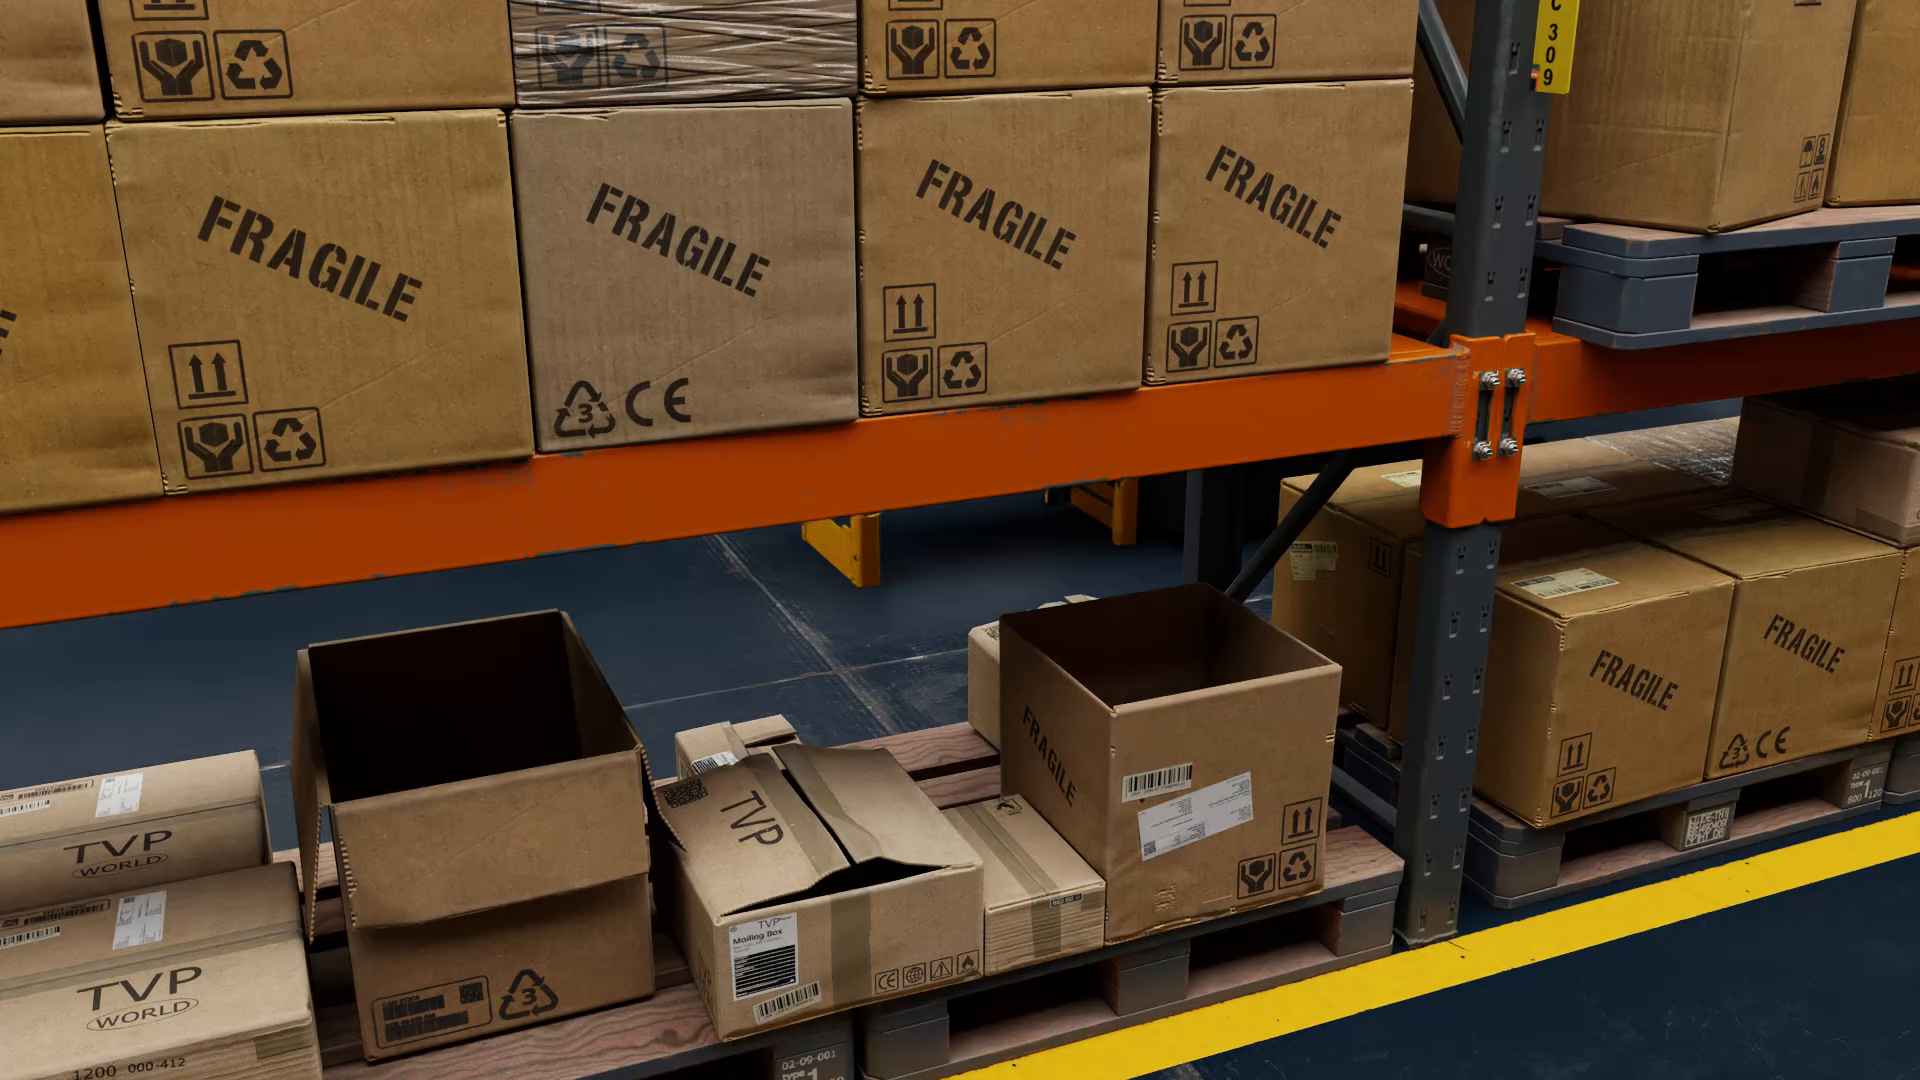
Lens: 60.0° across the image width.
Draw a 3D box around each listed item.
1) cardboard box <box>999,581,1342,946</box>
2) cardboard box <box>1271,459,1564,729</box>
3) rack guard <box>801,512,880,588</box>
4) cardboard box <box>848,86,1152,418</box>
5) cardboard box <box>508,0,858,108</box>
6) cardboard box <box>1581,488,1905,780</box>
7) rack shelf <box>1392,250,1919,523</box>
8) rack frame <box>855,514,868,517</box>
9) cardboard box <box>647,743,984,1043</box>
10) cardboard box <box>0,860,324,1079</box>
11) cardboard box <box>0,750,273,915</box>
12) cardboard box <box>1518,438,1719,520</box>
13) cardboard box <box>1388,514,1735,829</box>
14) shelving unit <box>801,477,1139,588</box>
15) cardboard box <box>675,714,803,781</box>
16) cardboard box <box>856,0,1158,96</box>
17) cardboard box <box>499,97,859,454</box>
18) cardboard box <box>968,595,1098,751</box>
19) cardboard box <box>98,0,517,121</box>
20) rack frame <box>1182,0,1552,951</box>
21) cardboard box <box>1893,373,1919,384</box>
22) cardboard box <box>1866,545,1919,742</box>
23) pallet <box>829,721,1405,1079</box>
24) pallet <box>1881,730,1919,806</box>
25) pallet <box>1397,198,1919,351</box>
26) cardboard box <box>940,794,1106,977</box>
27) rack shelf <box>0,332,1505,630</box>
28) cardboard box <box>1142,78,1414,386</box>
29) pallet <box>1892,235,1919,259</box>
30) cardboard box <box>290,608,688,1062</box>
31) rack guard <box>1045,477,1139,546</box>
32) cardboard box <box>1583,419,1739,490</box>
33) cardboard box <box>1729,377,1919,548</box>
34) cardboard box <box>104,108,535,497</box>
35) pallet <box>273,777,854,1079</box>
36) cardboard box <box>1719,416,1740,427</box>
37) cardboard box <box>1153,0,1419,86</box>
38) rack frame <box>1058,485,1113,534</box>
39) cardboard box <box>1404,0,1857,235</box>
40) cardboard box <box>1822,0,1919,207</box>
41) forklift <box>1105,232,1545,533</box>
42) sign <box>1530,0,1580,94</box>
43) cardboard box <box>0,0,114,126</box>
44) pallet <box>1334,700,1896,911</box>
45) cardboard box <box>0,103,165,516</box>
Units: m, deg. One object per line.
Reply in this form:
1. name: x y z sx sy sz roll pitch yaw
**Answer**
1. cardboard box: 0.406 0.431 3.381 0.500 0.500 0.500 -8 21 -22
2. cardboard box: 1.157 0.118 4.273 0.500 0.500 0.500 -8 21 -22
3. rack guard: -0.422 -0.048 5.782 0.087 0.250 0.587 -9 21 -23
4. cardboard box: -0.013 -0.536 2.879 0.500 0.500 0.500 -8 21 -20
5. cardboard box: -0.477 -0.940 2.520 0.500 0.500 0.500 -8 21 -21
6. cardboard box: 1.843 0.207 4.019 0.500 0.500 0.500 -8 21 -21
7. rack shelf: 2.653 -0.625 4.365 4.000 0.370 1.077 -8 21 -22
8. rack frame: -0.423 -0.637 5.574 0.032 1.500 0.500 -9 21 -23
9. cardboard box: -0.282 0.619 3.133 0.500 0.311 0.500 -8 21 -22
10. cardboard box: -1.326 0.798 2.718 0.500 0.250 0.500 -8 21 -22
11. cardboard box: -1.570 0.652 3.133 0.500 0.250 0.500 -8 21 -22
12. cardboard box: 1.614 0.055 4.450 0.500 0.500 0.500 -8 21 -22
13. cardboard box: 1.358 0.281 3.810 0.500 0.500 0.500 -9 21 -24
14. shelving unit: 0.030 -0.707 5.771 1.083 1.500 0.587 -9 21 -23
15. cardboard box: -0.444 0.533 3.594 0.250 0.166 0.380 -8 21 -22
16. cardboard box: -0.014 -1.007 2.708 0.500 0.500 0.500 -9 21 -23
17. cardboard box: -0.484 -0.468 2.685 0.500 0.500 0.500 -8 21 -21
18. cardboard box: 0.346 0.348 3.902 0.500 0.311 0.500 -8 21 -22
19. cardboard box: -0.939 -0.875 2.333 0.500 0.500 0.500 -8 21 -22
20. rack frame: 0.817 -0.702 3.498 0.127 3.000 1.000 -8 21 -22
21. cardboard box: 2.736 -0.271 4.247 0.500 0.250 0.500 -9 21 -23
22. cardboard box: 2.305 0.144 4.199 0.500 0.500 0.500 -8 21 -21
23. pallet: 0.186 0.704 3.705 1.213 0.211 1.003 -8 21 -22
24. pallet: 2.671 0.333 4.757 1.213 0.211 1.003 -8 21 -22
25. pallet: 1.594 -0.683 3.734 1.213 0.211 1.003 -8 21 -22
26. cardboard box: 0.086 0.665 3.248 0.250 0.149 0.380 -8 21 -22
27. rack shelf: -1.019 -0.099 2.870 4.000 0.370 1.077 -8 21 -22
28. cardboard box: 0.460 -0.605 3.072 0.500 0.500 0.500 -8 21 -21
29. pallet: 2.706 -0.880 4.294 1.213 0.211 1.003 -8 21 -22
30. cardboard box: -0.906 0.517 3.133 0.637 0.503 0.797 -8 21 -22
31. rack guard: 0.482 -0.187 6.176 0.087 0.250 0.587 -9 21 -23
32. cardboard box: 2.075 -0.011 4.637 0.500 0.500 0.500 -8 21 -21
33. cardboard box: 2.276 -0.205 4.059 0.500 0.250 0.500 -8 21 -22
34. cardboard box: -0.951 -0.400 2.492 0.500 0.500 0.500 -8 21 -21
35. pallet: -0.936 0.866 3.246 1.213 0.211 1.003 -8 21 -22
36. cardboard box: 2.541 -0.078 4.829 0.500 0.500 0.500 -9 21 -24
37. cardboard box: 0.455 -1.075 2.902 0.500 0.500 0.500 -8 21 -22
38. rack frame: 0.499 -0.779 5.977 0.032 1.500 0.500 -9 21 -23
39. cardboard box: 1.341 -0.941 3.395 0.500 0.500 0.700 -17 26 -40
40. cardboard box: 1.947 -1.051 3.707 0.500 0.500 0.700 -5 20 -13
41. forklift: 1.840 -1.724 6.504 3.031 2.935 1.130 -11 22 -27
42. sign: 1.039 -0.945 2.887 0.005 0.325 0.100 -8 21 -22
43. cardboard box: -1.406 -0.807 2.143 0.500 0.500 0.500 -8 21 -21
44. pallet: 1.549 0.495 4.298 1.213 0.211 1.003 -8 21 -22
45. cardboard box: -1.410 -0.335 2.307 0.500 0.500 0.500 -8 21 -22
